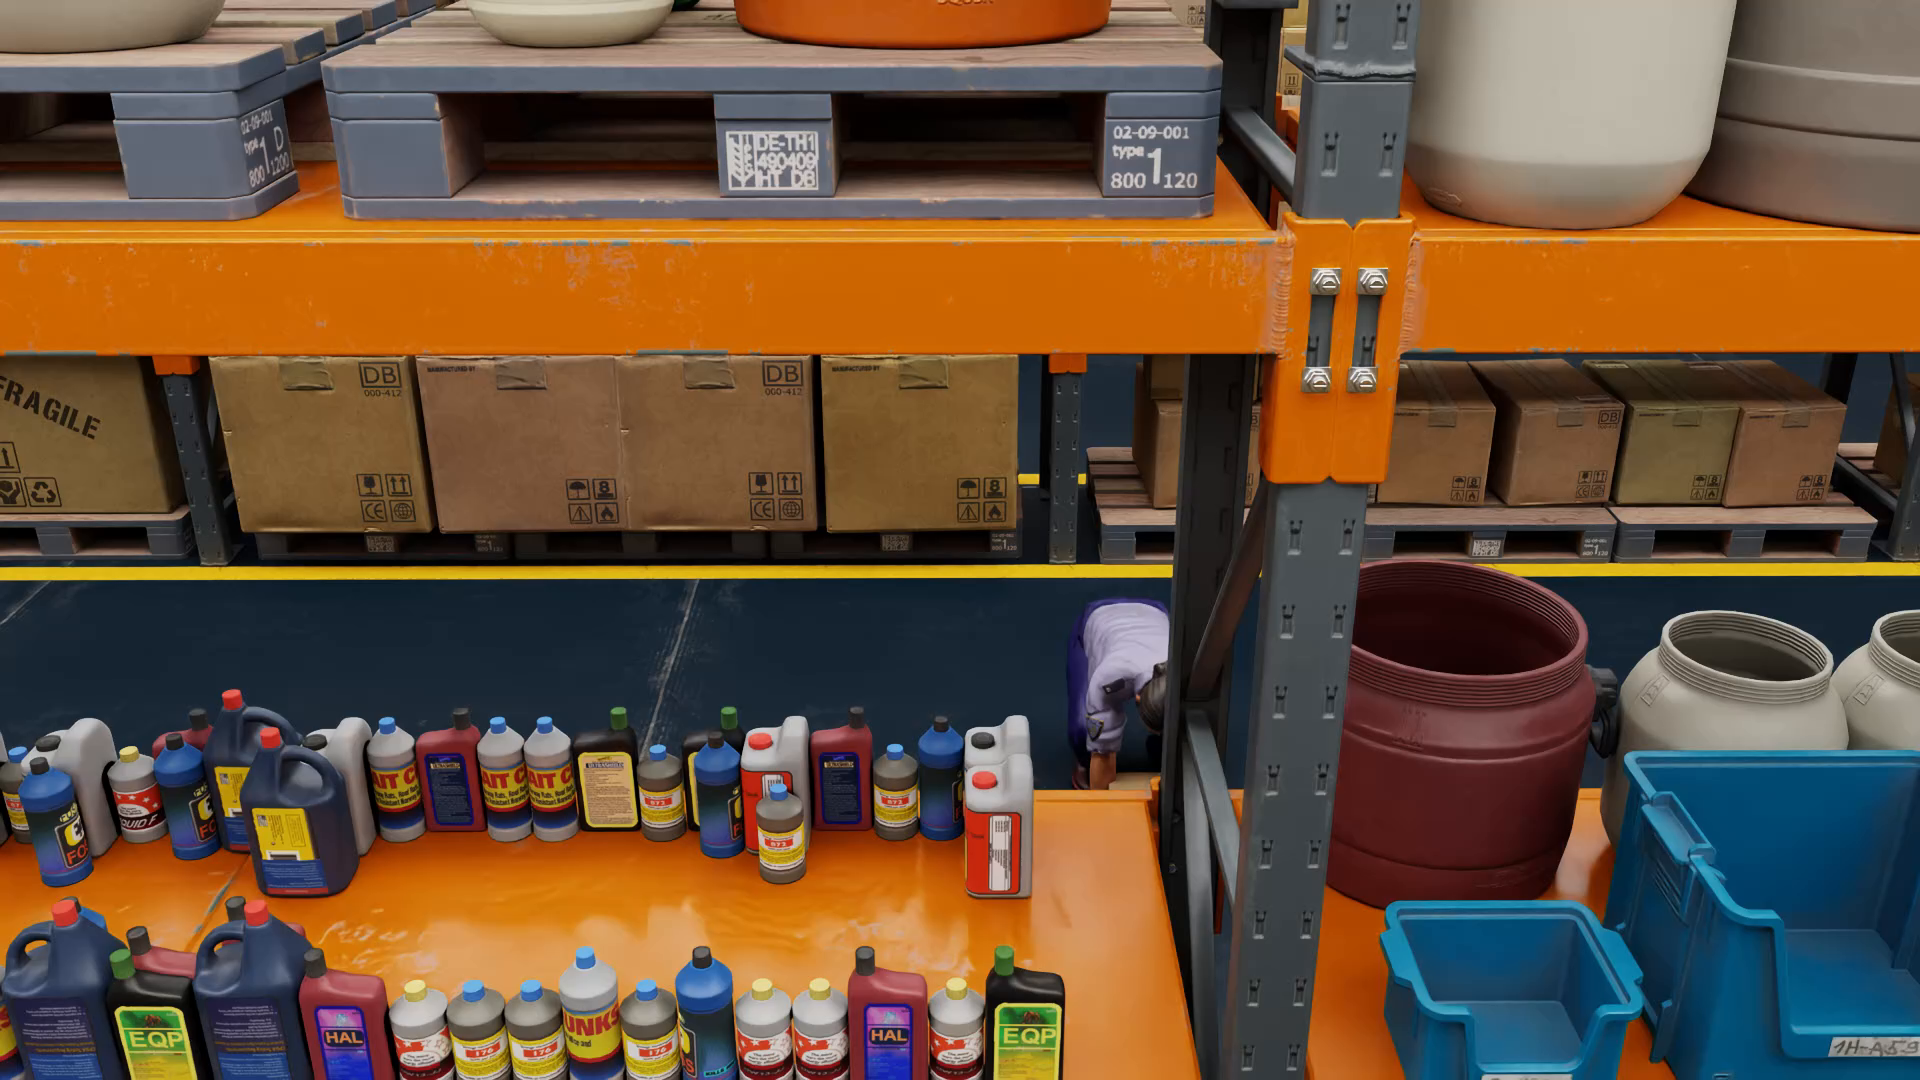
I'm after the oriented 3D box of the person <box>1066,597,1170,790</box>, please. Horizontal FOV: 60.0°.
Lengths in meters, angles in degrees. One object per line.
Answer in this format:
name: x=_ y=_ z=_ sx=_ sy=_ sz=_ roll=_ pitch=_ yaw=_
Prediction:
person: x=0.627 y=0.586 z=5.958 sx=0.509 sy=0.723 sz=0.717 roll=-1 pitch=24 yaw=-2
